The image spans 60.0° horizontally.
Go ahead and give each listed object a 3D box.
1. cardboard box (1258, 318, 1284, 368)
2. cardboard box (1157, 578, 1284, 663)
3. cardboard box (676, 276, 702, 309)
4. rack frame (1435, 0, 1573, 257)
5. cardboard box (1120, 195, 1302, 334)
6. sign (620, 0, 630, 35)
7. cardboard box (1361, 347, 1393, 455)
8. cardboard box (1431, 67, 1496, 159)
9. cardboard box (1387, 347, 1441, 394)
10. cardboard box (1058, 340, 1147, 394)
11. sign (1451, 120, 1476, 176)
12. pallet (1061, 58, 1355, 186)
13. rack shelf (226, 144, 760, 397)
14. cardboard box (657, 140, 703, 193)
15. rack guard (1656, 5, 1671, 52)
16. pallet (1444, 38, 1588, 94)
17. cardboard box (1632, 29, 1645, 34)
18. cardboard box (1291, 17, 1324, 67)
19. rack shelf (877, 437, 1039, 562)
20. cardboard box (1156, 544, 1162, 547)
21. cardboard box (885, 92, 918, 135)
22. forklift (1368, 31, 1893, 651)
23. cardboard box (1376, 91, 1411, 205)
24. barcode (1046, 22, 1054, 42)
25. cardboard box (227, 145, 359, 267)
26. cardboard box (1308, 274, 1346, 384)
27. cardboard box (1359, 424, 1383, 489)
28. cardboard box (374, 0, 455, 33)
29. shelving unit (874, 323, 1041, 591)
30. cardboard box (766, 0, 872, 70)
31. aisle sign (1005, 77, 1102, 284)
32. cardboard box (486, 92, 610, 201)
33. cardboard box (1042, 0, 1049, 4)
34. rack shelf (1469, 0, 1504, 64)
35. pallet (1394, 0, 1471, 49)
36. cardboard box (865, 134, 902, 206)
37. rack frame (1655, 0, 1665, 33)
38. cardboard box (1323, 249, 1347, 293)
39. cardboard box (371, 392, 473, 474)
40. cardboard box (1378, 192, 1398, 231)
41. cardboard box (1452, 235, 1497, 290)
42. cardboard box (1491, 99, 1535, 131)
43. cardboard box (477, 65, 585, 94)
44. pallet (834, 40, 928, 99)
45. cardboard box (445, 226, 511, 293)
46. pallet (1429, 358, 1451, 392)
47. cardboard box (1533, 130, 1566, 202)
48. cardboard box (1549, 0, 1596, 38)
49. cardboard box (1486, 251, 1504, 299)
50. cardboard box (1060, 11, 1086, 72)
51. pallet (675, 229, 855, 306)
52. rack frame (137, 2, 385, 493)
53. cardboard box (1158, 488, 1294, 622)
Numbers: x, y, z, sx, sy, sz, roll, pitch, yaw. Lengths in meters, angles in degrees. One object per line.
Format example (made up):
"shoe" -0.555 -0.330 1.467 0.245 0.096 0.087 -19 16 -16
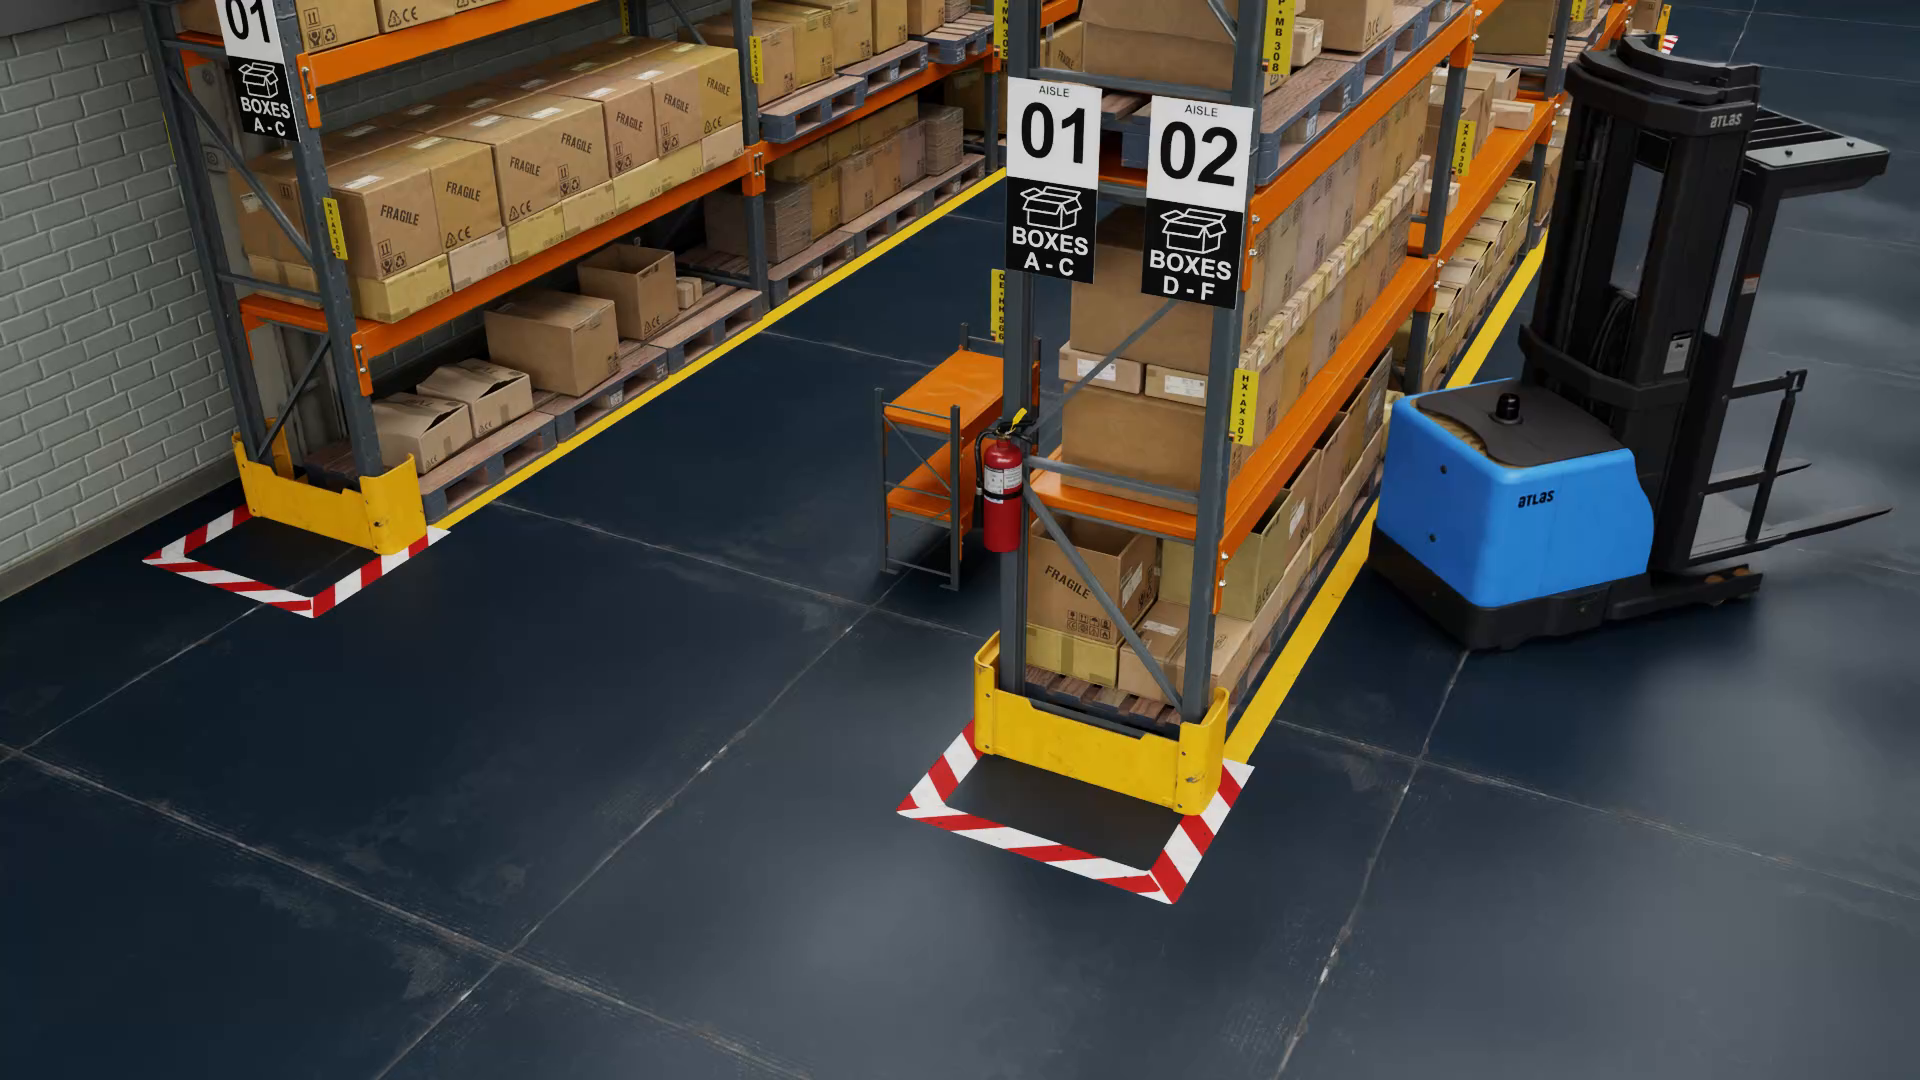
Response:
"cardboard box" 1.258 -0.932 7.609 0.380 0.149 0.250 14 33 23
"cardboard box" 1.322 0.346 8.474 0.500 0.250 0.500 14 33 23
"cardboard box" -2.151 -1.868 12.394 0.380 0.166 0.250 10 31 17
"rack frame" 4.299 -3.801 13.356 1.000 3.000 0.127 14 33 23
"cardboard box" 1.138 -1.322 7.637 0.700 0.500 0.500 13 32 22
"sign" -2.430 -3.776 12.151 0.100 0.325 0.005 14 33 23
"cardboard box" 2.222 -0.868 9.836 0.500 0.500 0.500 14 33 23
"cardboard box" 3.549 -3.097 12.030 0.500 0.500 0.500 12 32 21
"cardboard box" 2.881 -1.140 11.062 0.500 0.250 0.500 13 33 22
"cardboard box" 0.659 -0.791 7.364 0.380 0.149 0.250 14 33 22
"sign" 2.972 -2.312 9.815 0.100 0.325 0.005 14 33 23
"pallet" 1.000 -1.824 6.991 1.003 0.211 1.213 14 33 23
"rack shelf" -2.845 -1.951 10.858 1.077 0.370 4.000 14 33 23
"cardboard box" -2.115 -2.595 11.388 0.500 0.250 0.500 14 33 23
"rack guard" 7.909 -6.230 20.096 1.175 0.500 0.348 14 33 23
"pallet" 4.546 -4.034 13.955 1.213 0.211 1.003 14 33 23
"cardboard box" 7.456 -5.634 18.869 0.500 0.250 0.500 14 33 23
"cardboard box" 1.348 -2.170 7.195 0.380 0.149 0.250 14 33 23
"rack shelf" 0.003 -0.279 9.597 0.538 0.278 1.000 14 33 23
"cardboard box" 1.079 0.005 9.069 0.500 0.250 0.500 14 33 23
"cardboard box" -0.709 -3.785 14.645 0.500 0.250 0.500 15 33 24
"forklift" 3.875 -1.146 8.803 3.031 2.935 1.130 -11 32 -18
"cardboard box" 2.052 -2.211 9.185 0.700 0.500 0.500 14 33 23
"barcode" 0.363 -2.050 6.713 0.001 0.075 0.075 14 33 23
"cardboard box" -3.731 -1.902 9.428 0.500 0.500 0.500 14 33 23
"cardboard box" 1.582 -1.189 8.707 0.700 0.500 0.500 15 33 25
"cardboard box" 2.224 -0.543 10.022 0.500 0.250 0.500 14 33 23
"cardboard box" -3.105 -3.051 8.918 0.500 0.500 0.500 17 34 26
"shelving unit" 0.003 -0.491 9.475 0.538 1.125 1.048 14 33 23
"cardboard box" -1.139 -4.147 13.417 0.700 0.500 0.500 19 35 30
"aisle sign" 0.364 -1.419 6.598 0.394 0.787 0.004 14 33 23
"cardboard box" -2.572 -2.465 10.407 0.500 0.500 0.500 15 33 25
"cardboard box" 0.678 -5.381 16.340 0.380 0.149 0.250 15 33 24
"rack shelf" 3.388 -3.903 11.245 1.077 0.370 4.000 14 33 23
"pallet" 2.112 -2.906 8.875 1.003 0.211 1.213 14 33 23
"cardboard box" -0.933 -3.270 14.500 0.700 0.500 0.500 14 33 23
"rack frame" 7.944 -7.347 19.532 1.000 3.000 0.127 14 33 23
"cardboard box" 1.726 -1.385 8.398 0.380 0.149 0.250 15 33 24
"cardboard box" -3.361 -0.687 10.193 0.500 0.311 0.500 11 32 18
"cardboard box" 2.194 -1.840 9.191 0.380 0.149 0.250 14 33 23
"cardboard box" 3.586 -2.069 12.117 0.500 0.311 0.500 15 33 25
"cardboard box" 4.136 -3.230 12.615 0.380 0.149 0.250 14 33 23
"cardboard box" -2.805 -2.809 11.007 0.500 0.500 0.500 15 33 25
"pallet" -0.978 -3.953 13.814 1.003 0.211 1.213 14 33 23
"cardboard box" -3.028 -1.698 9.825 0.500 0.250 0.500 13 32 22
"pallet" 2.778 -1.154 11.547 1.003 0.211 1.213 14 33 23
"cardboard box" 4.995 -3.278 14.514 0.500 0.500 0.500 13 32 22
"cardboard box" 5.072 -4.693 14.388 0.700 0.500 0.500 21 36 32
"cardboard box" 3.813 -2.050 12.648 0.500 0.250 0.500 15 33 24
"cardboard box" 1.127 -5.234 17.589 0.750 0.750 0.750 15 33 25
"pallet" -1.581 -2.286 13.519 1.003 0.211 1.213 14 33 23
"rack frame" -3.757 -1.376 9.135 1.000 3.000 0.127 14 33 23
"cardboard box" 1.323 0.022 8.287 0.500 0.500 0.500 14 33 23
